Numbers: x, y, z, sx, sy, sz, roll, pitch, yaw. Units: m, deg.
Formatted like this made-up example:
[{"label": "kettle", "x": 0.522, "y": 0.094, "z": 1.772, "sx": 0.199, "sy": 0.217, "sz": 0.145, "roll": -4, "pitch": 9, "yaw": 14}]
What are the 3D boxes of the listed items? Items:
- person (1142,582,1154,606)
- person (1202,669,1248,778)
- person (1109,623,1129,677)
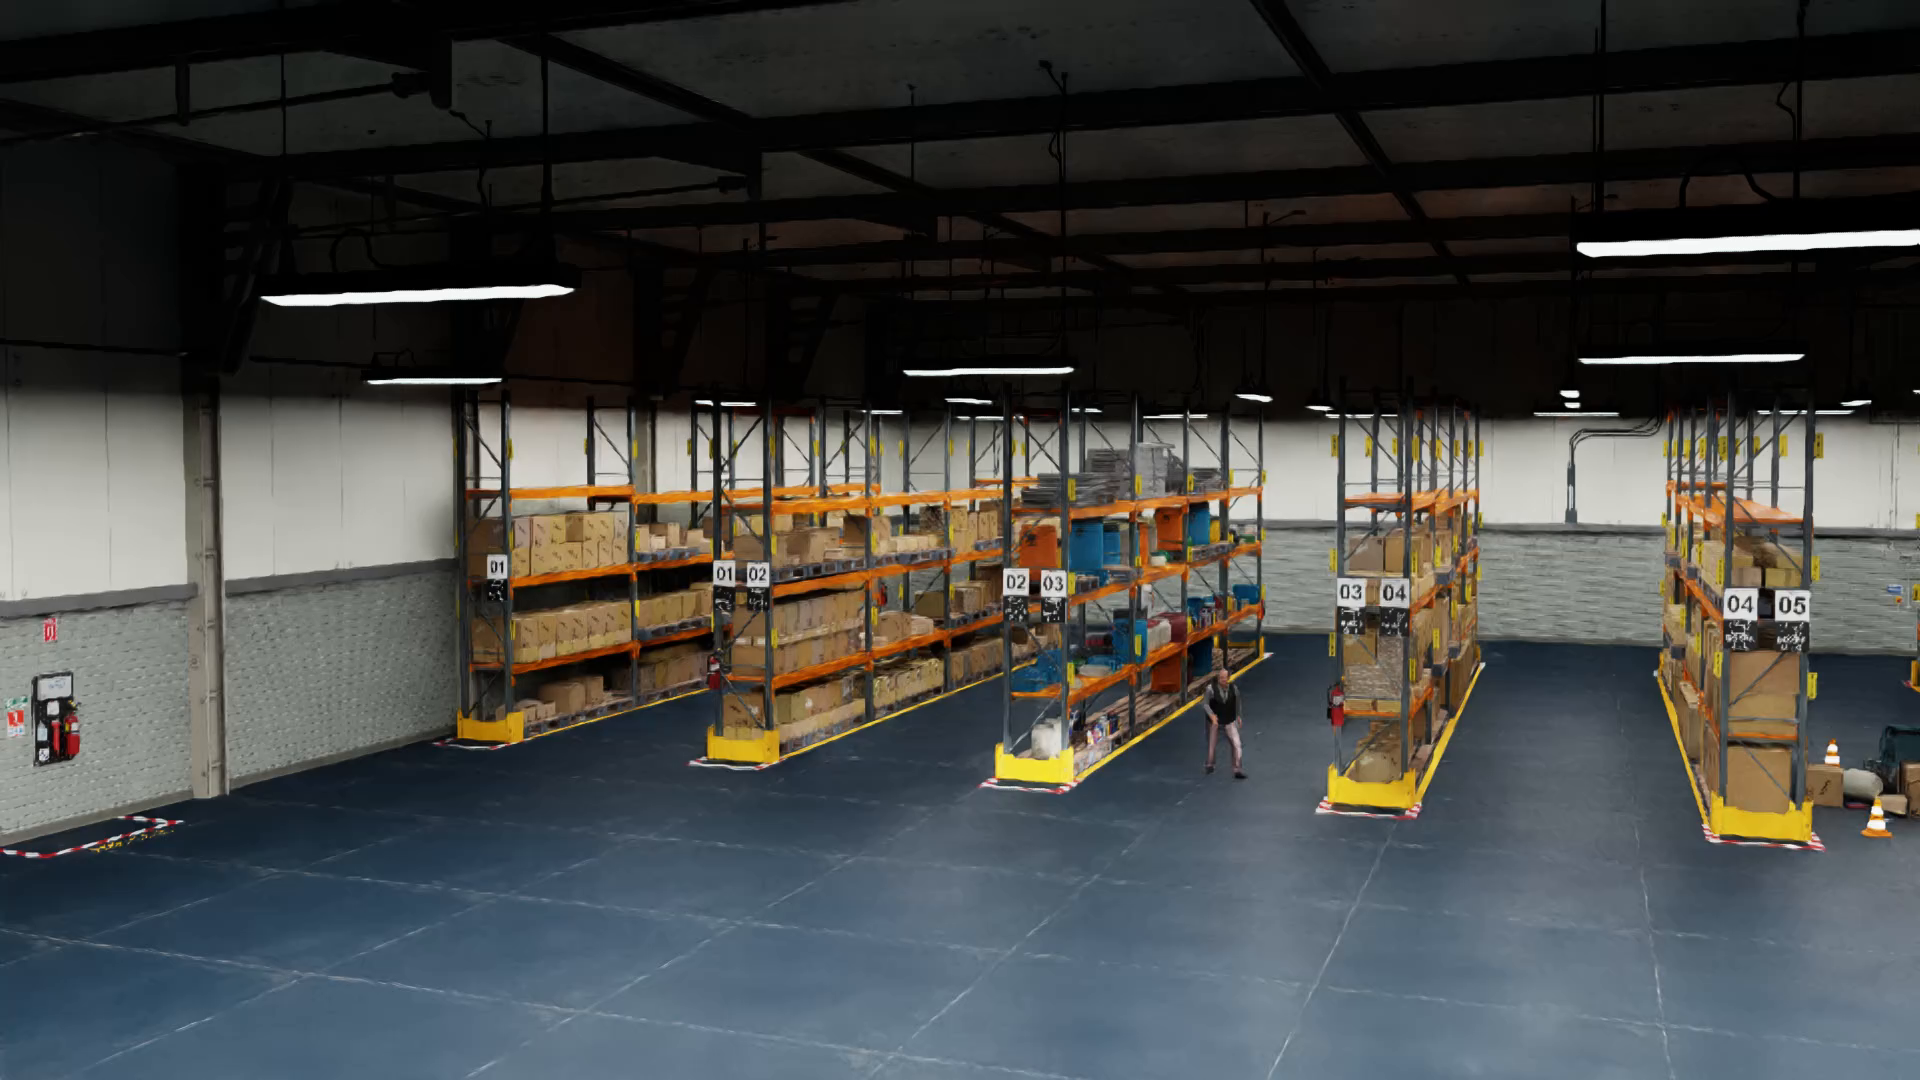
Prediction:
[{"label": "person", "x": 4.970, "y": 1.707, "z": 44.887, "sx": 0.503, "sy": 1.659, "sz": 0.536, "roll": -1, "pitch": 3, "yaw": -16}, {"label": "person", "x": 4.028, "y": 2.772, "z": 25.306, "sx": 0.626, "sy": 1.660, "sz": 0.784, "roll": 0, "pitch": 3, "yaw": 1}, {"label": "person", "x": 3.382, "y": 2.240, "z": 35.239, "sx": 0.450, "sy": 1.508, "sz": 0.916, "roll": 1, "pitch": 3, "yaw": 23}]
